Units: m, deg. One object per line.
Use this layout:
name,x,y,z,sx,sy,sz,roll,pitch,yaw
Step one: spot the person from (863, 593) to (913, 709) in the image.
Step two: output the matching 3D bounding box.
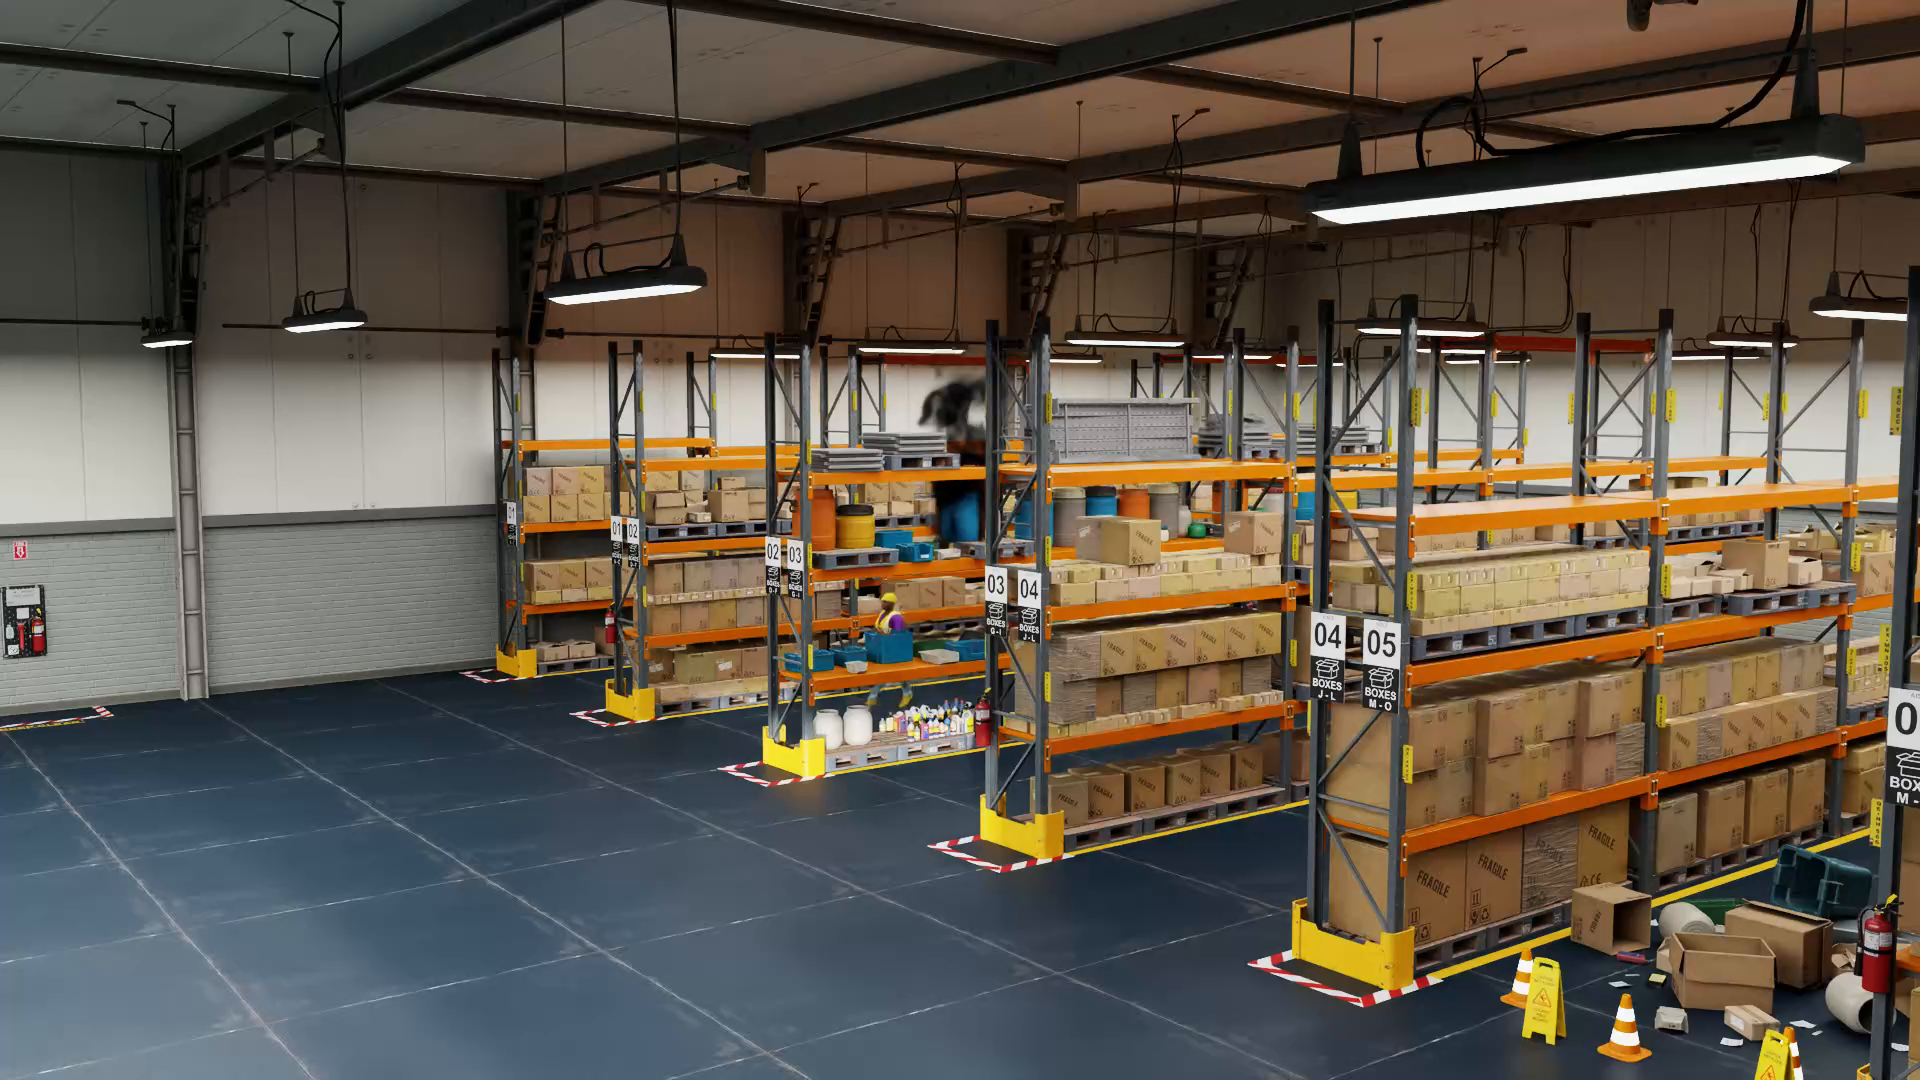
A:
person,-1.132,1.710,25.718,0.899,1.797,0.694,-4,7,-40

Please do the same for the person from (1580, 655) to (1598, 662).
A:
person,8.457,2.325,22.502,0.871,1.723,0.570,-5,7,-42
